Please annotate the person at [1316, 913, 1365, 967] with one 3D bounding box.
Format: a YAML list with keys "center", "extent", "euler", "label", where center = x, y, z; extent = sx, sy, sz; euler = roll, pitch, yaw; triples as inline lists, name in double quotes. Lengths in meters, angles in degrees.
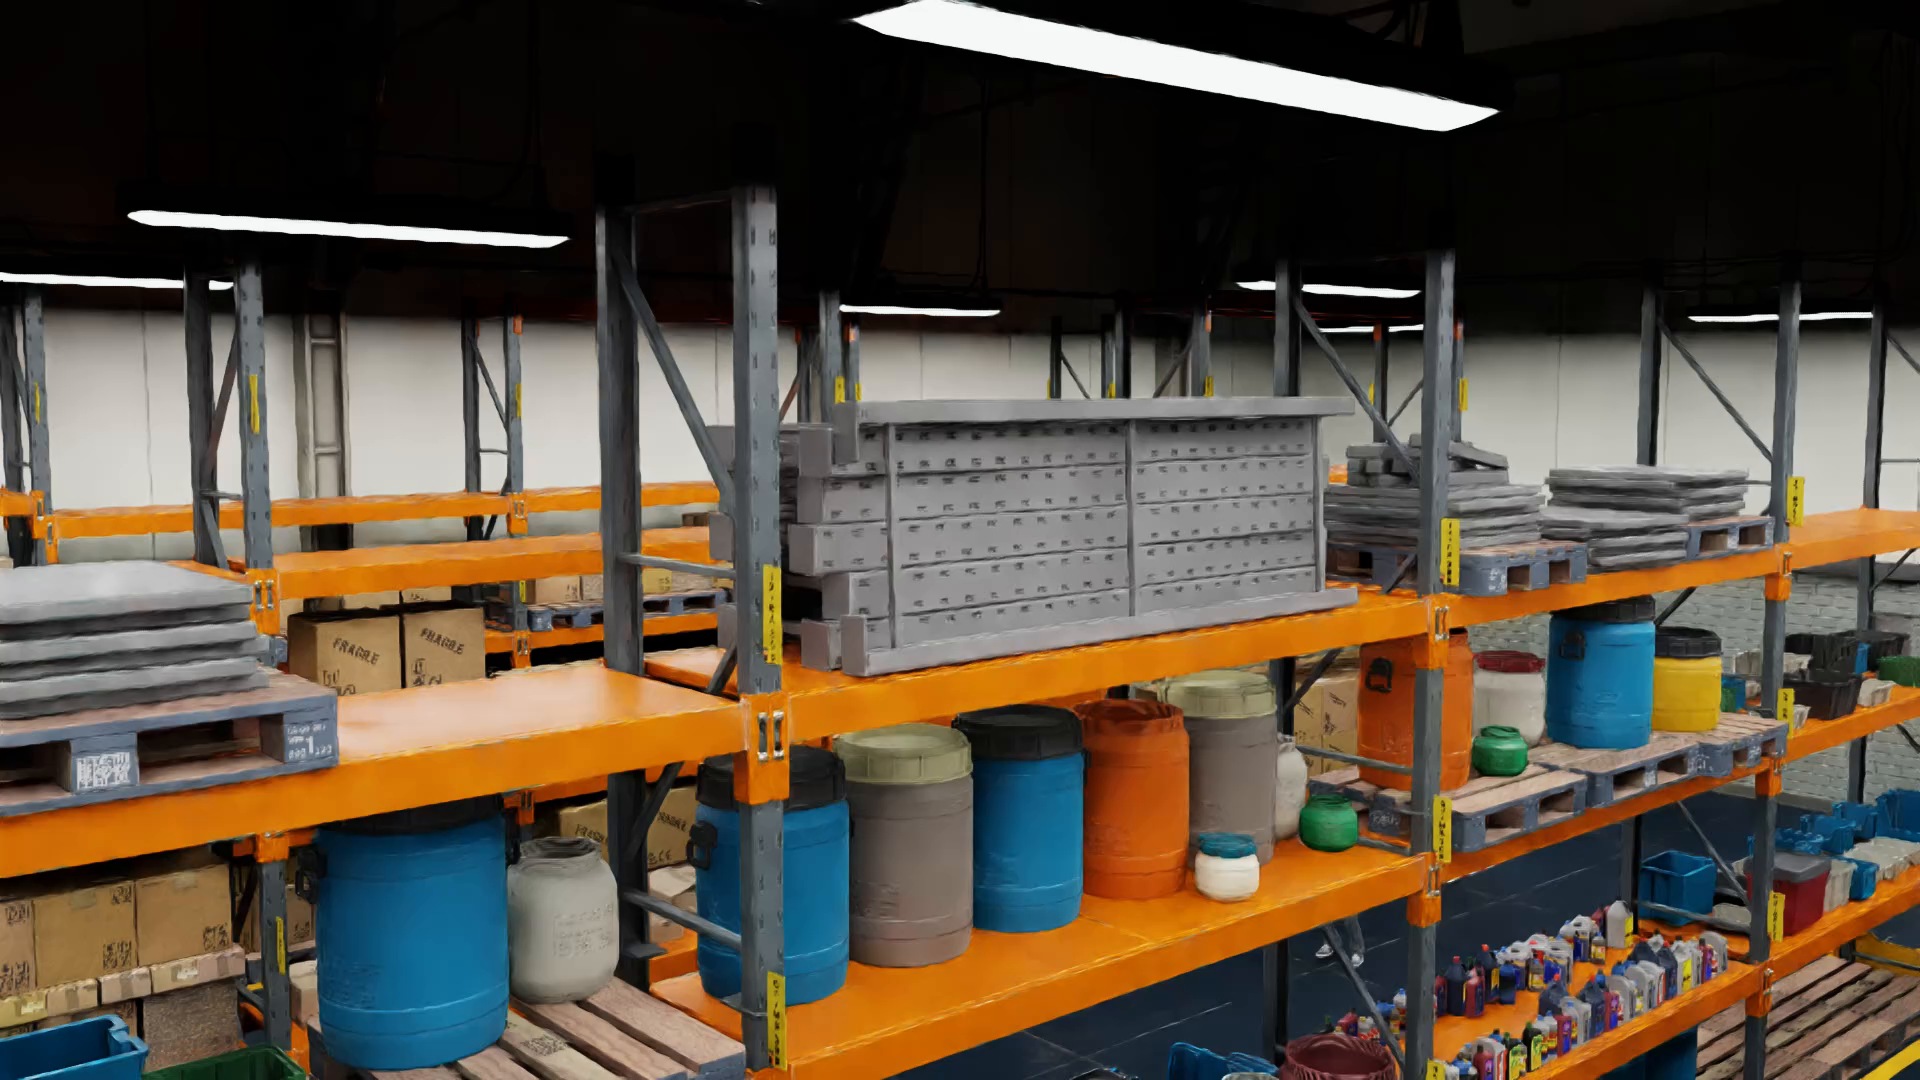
- center: [3.369, 3.015, 14.716]
  extent: [0.566, 1.540, 0.516]
  euler: [5, 7, 41]
  label: "person"
